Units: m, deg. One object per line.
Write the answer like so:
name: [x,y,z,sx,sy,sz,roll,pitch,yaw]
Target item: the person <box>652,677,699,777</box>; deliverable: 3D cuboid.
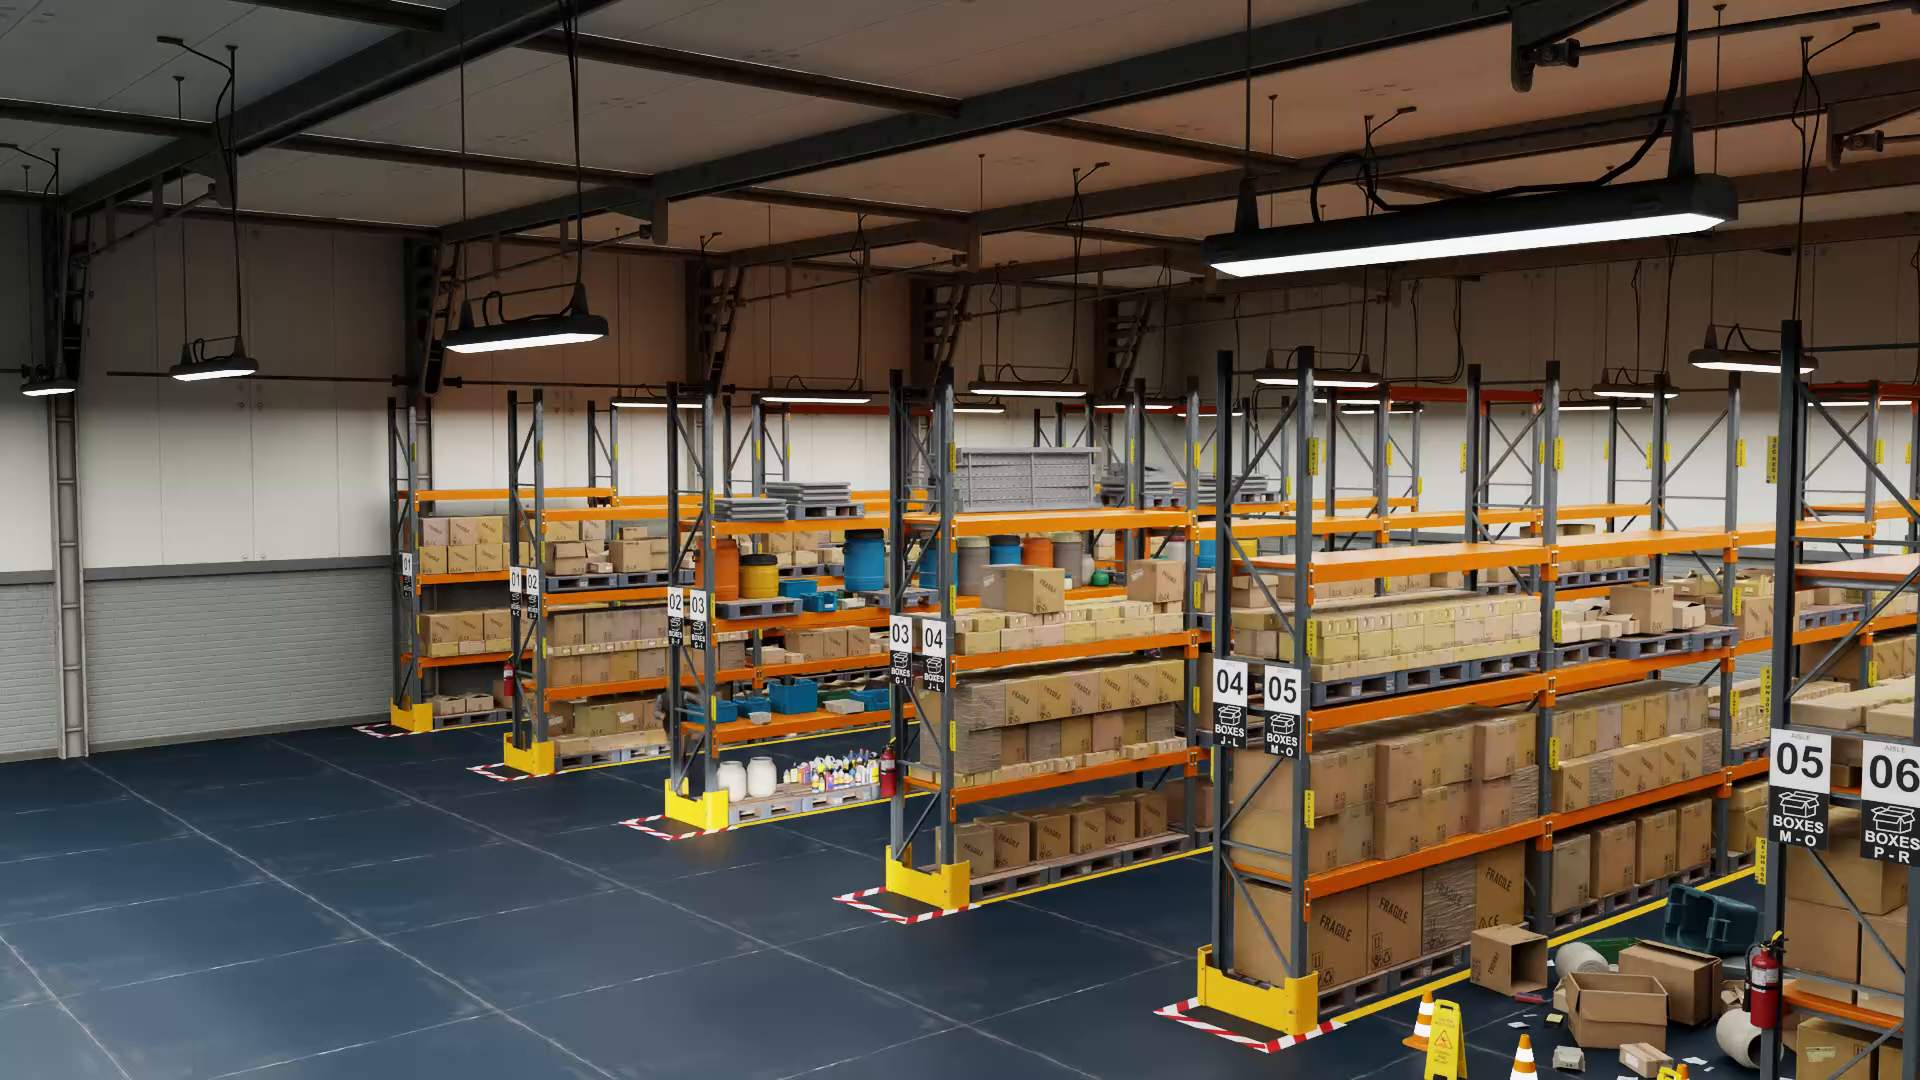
person: [-4.261,2.917,24.973,0.623,1.605,0.985,0,3,8]
